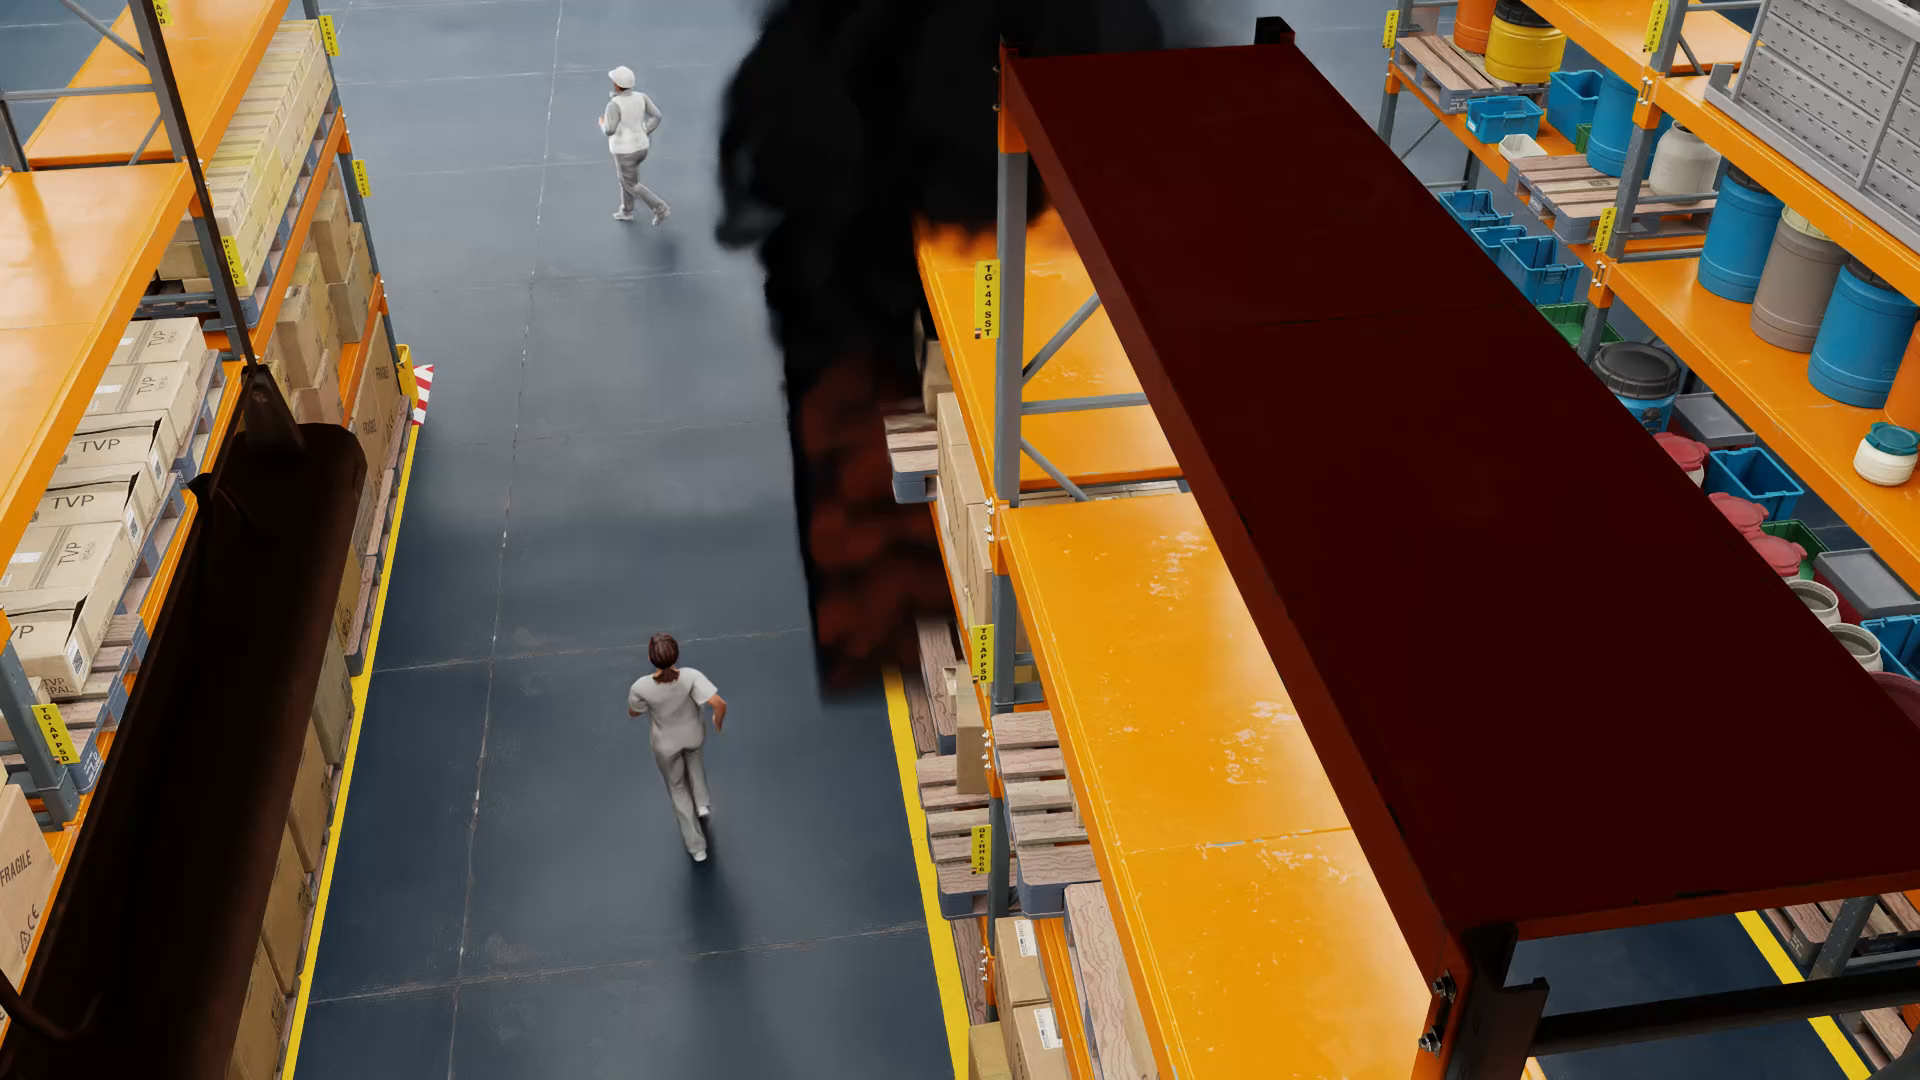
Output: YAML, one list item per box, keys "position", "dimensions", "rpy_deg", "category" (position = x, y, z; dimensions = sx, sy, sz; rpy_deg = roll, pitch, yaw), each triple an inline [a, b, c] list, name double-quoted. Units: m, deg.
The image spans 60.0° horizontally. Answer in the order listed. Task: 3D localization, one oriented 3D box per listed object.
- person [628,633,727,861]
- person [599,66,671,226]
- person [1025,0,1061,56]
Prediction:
- position: [-1.750, 1.236, 10.365]
  dimensions: [0.549, 1.684, 0.673]
  rpy_deg: [-14, 39, -18]
  category: "person"
- position: [-3.471, -4.111, 17.559]
  dimensions: [0.890, 1.787, 0.648]
  rpy_deg: [22, 41, 27]
  category: "person"
- position: [0.966, -5.484, 19.405]
  dimensions: [0.813, 1.830, 0.631]
  rpy_deg: [10, 38, 14]
  category: "person"
